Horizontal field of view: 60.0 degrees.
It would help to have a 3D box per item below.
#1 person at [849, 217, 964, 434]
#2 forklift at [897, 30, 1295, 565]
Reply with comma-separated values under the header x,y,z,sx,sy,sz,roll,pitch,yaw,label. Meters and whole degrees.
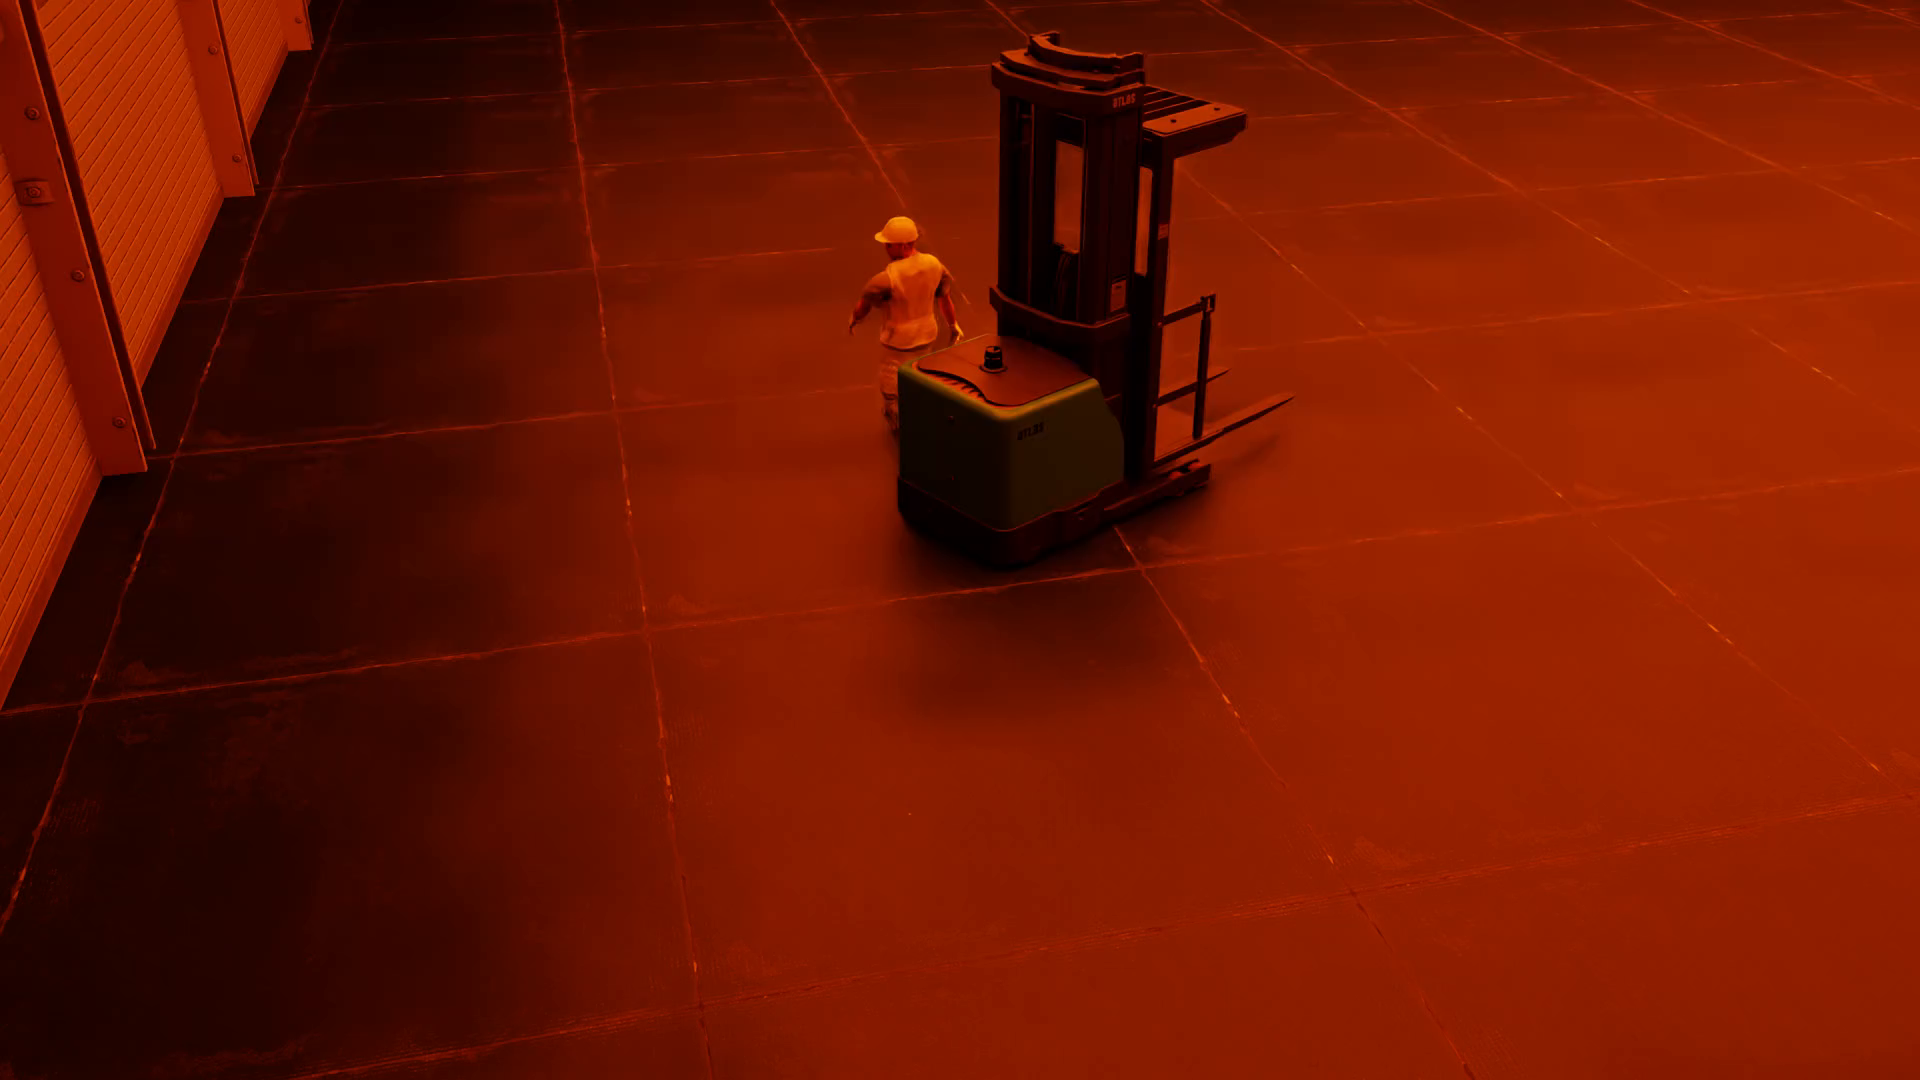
x,y,z,sx,sy,sz,roll,pitch,yaw,label
-0.350,-1.385,11.202,0.707,1.727,0.891,-26,39,-37,person
1.036,-1.730,10.563,3.031,2.935,1.130,-24,38,-35,forklift
